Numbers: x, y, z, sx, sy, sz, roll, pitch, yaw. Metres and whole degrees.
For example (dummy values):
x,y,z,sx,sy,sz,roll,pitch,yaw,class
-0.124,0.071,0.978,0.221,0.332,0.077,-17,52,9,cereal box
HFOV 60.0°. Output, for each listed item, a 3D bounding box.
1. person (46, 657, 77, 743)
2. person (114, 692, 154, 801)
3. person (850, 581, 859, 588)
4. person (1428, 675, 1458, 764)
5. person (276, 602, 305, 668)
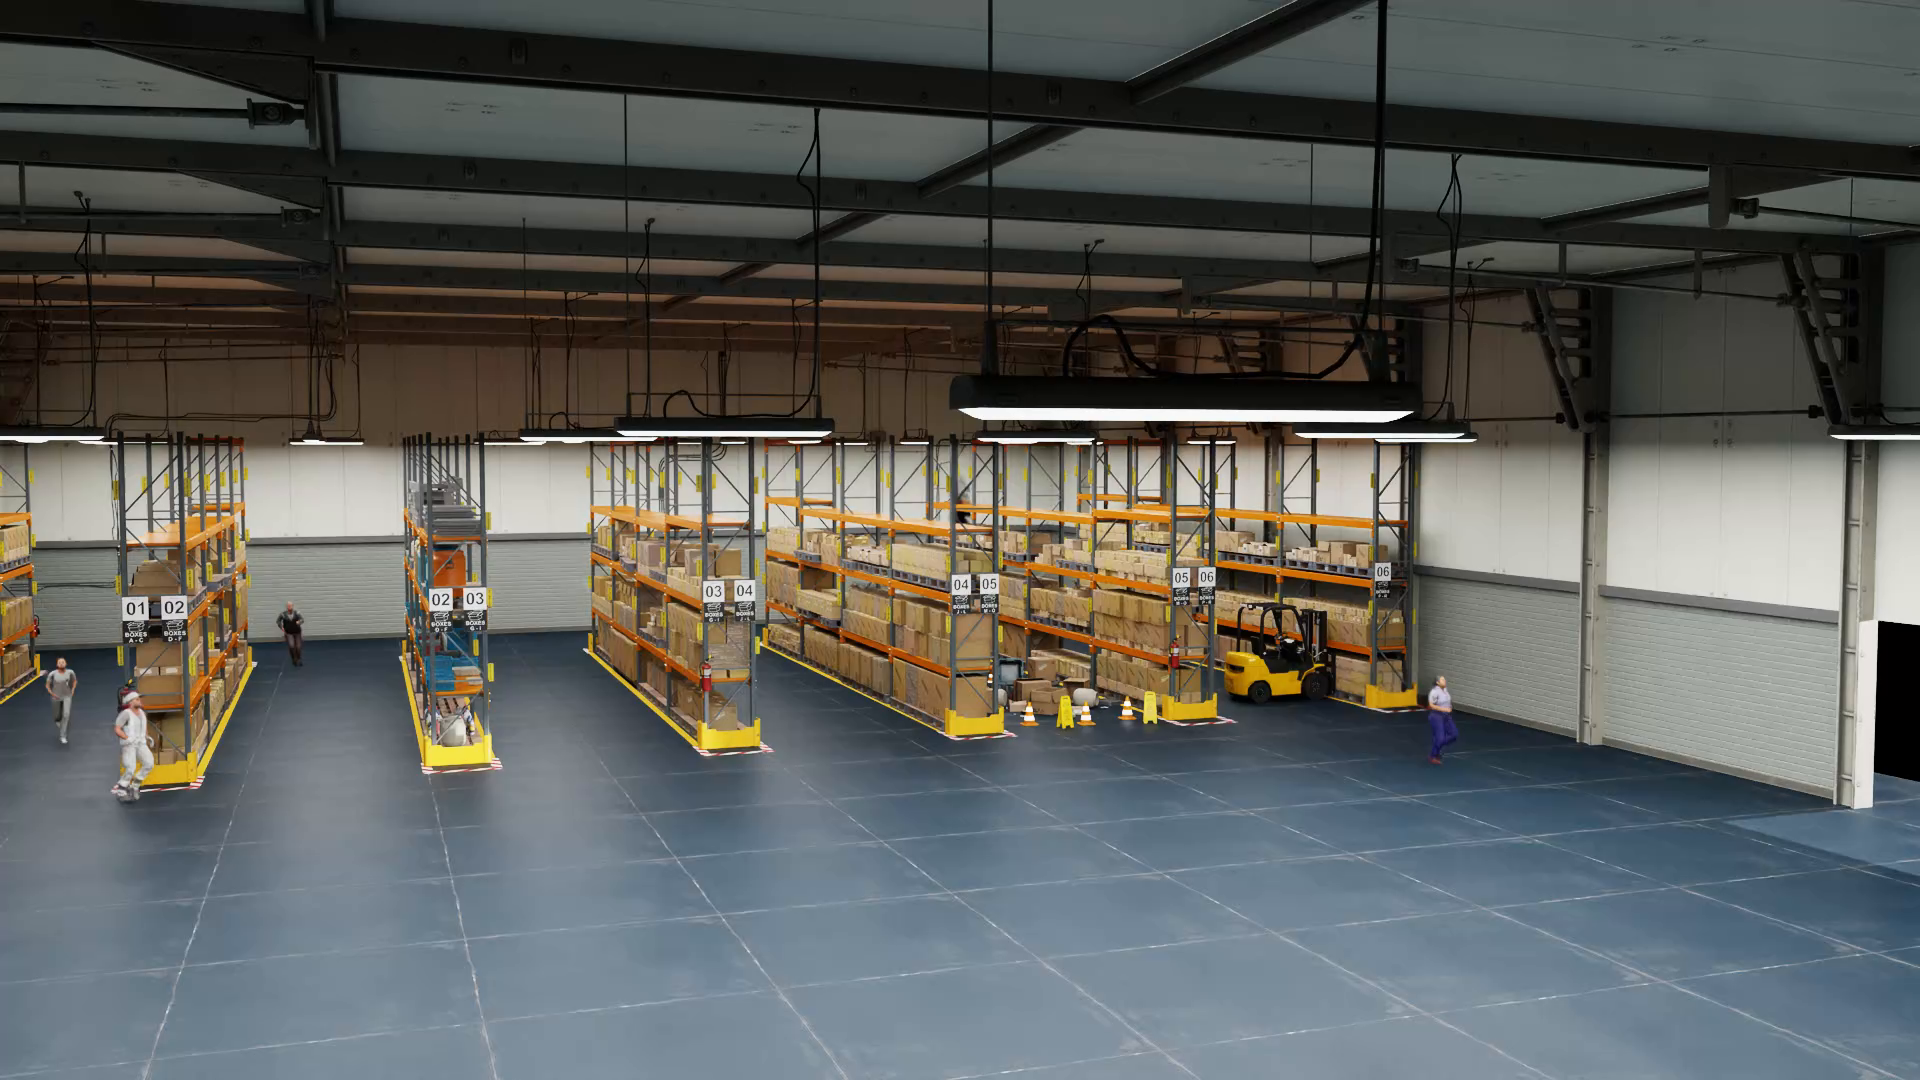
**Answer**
x,y,z,sx,sy,sz,roll,pitch,yaw,class
-17.620,3.118,32.624,0.547,1.651,0.997,-2,4,-26,person
-13.371,3.345,27.008,0.587,1.739,0.693,1,3,25,person
-3.187,2.102,50.488,0.723,1.756,0.590,-1,3,-14,person
8.735,3.247,30.097,0.657,1.615,0.527,-3,4,-43,person
-17.438,2.477,43.398,0.653,1.737,0.674,-2,4,-35,person
